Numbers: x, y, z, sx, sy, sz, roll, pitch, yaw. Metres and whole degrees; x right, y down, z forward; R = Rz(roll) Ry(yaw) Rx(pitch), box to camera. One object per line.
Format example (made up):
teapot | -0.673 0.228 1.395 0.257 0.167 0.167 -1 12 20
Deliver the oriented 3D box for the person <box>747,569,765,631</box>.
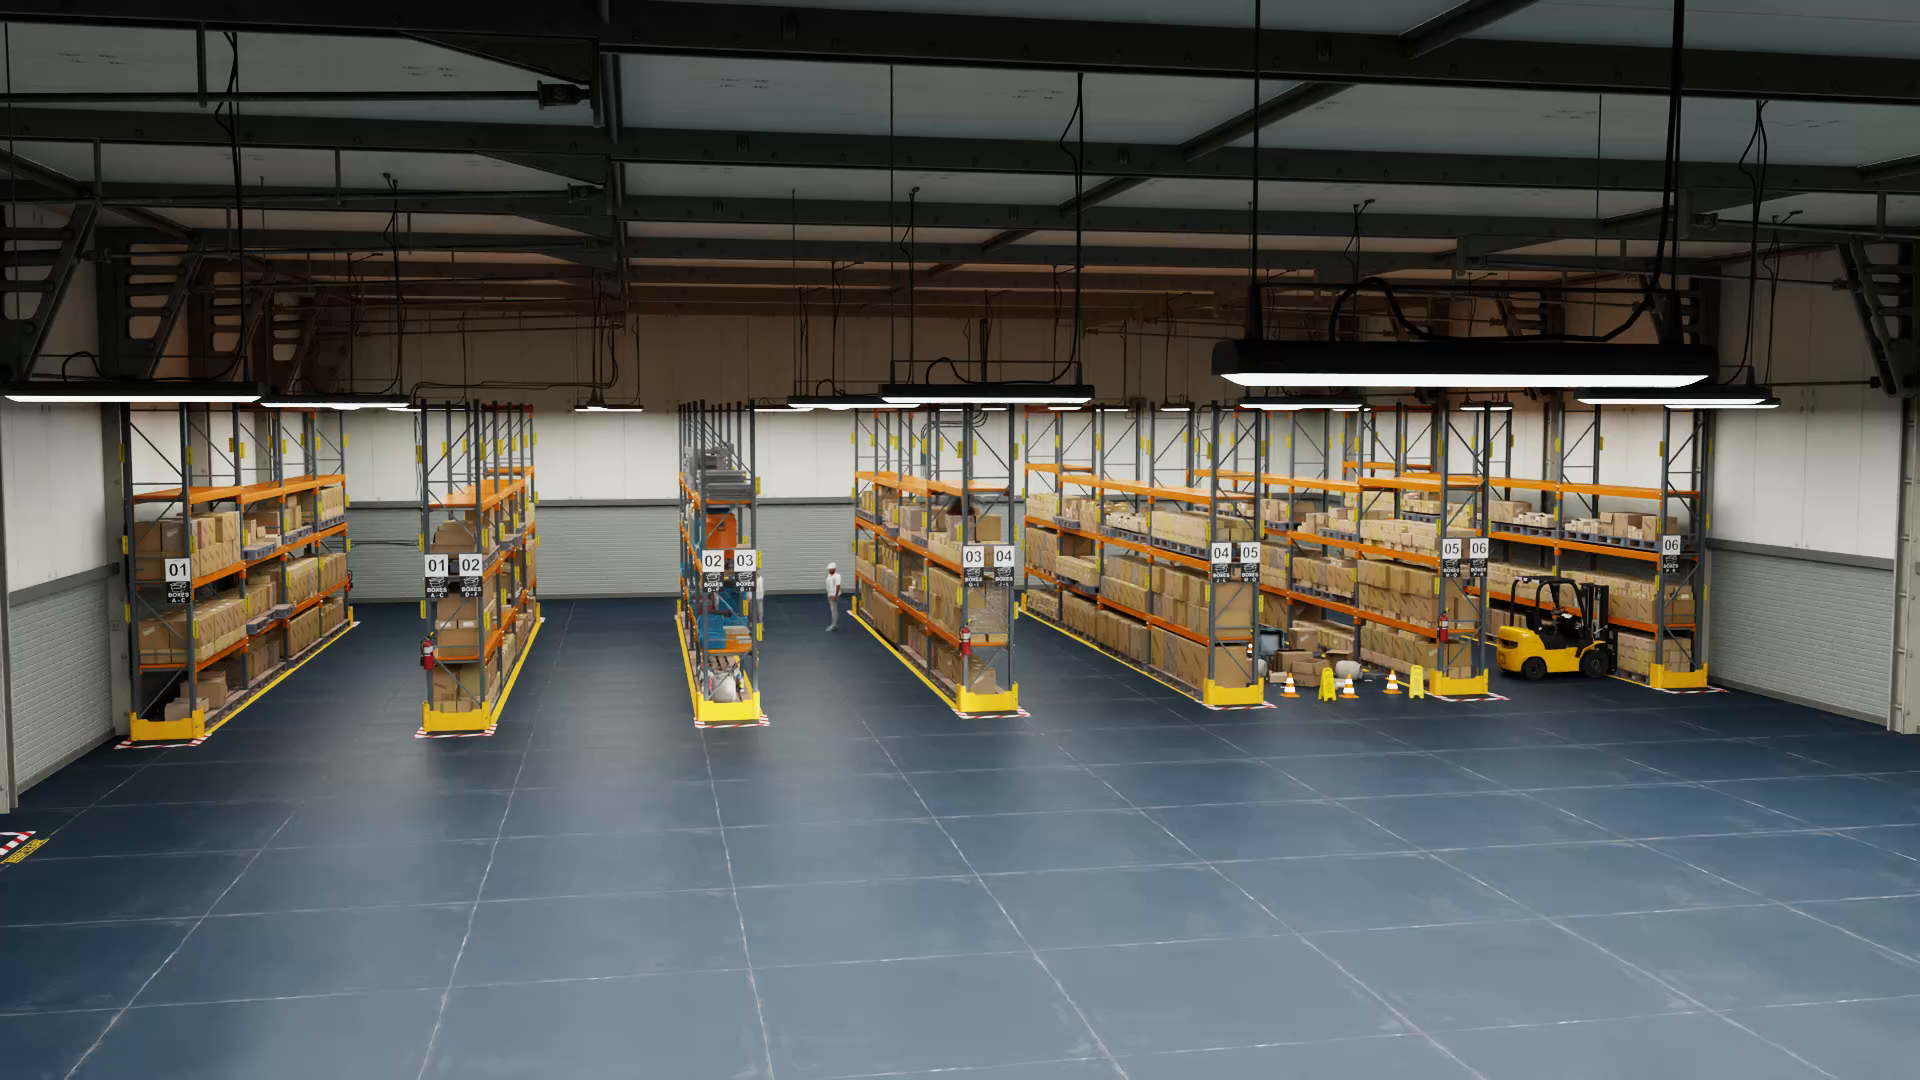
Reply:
person | -5.415 1.539 43.993 0.554 1.739 0.976 -1 5 -17

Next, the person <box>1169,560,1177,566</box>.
person | 5.900 1.313 46.760 0.641 1.776 0.595 -2 5 -23

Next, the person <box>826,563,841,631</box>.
person | -3.432 1.498 44.302 0.468 1.777 0.598 -2 5 -28

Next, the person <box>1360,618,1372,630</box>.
person | 10.649 1.509 44.180 0.687 1.769 0.607 0 4 -2

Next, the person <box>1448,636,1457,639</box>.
person | 11.330 2.000 38.266 0.421 1.692 0.512 1 4 14
